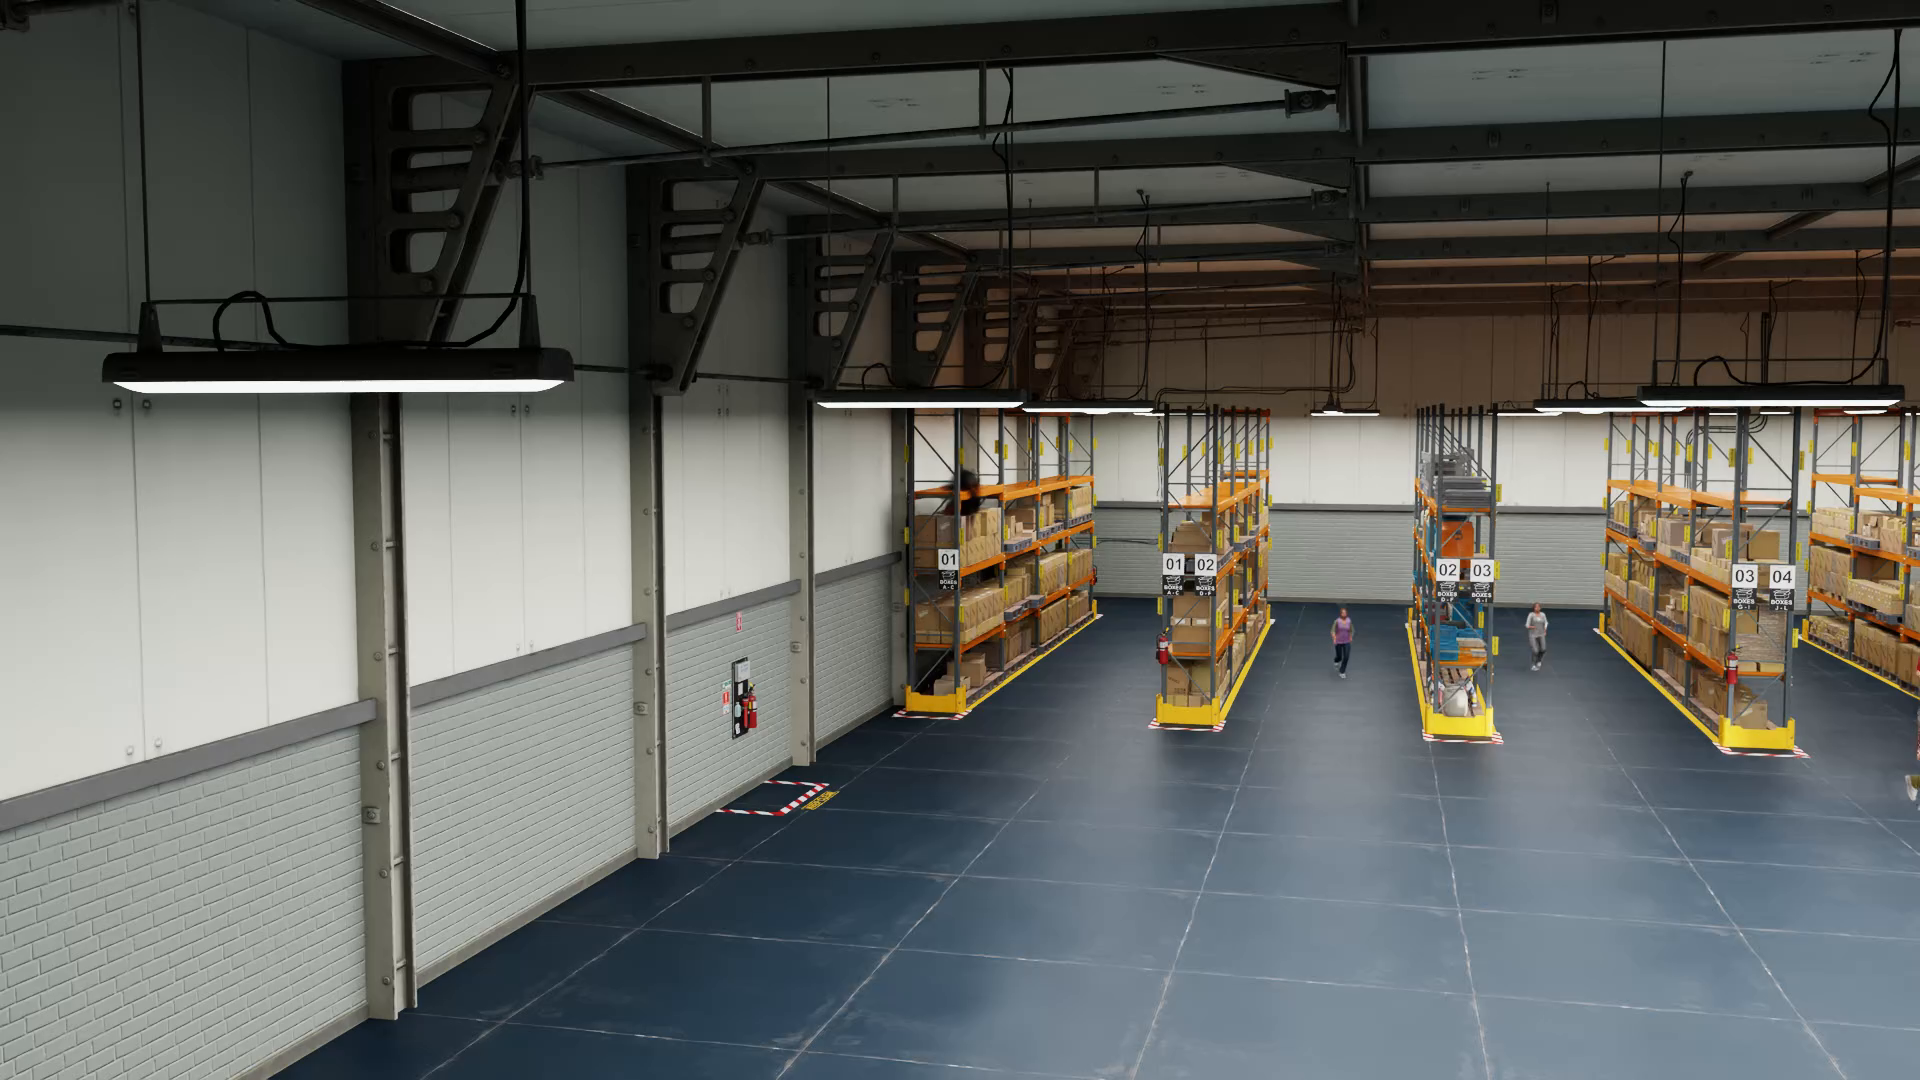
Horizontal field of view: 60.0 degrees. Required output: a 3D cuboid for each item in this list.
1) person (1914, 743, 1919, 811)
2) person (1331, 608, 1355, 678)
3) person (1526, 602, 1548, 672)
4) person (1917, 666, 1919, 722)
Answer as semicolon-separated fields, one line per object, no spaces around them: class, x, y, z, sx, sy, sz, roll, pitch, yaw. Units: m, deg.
person;14.236;3.134;24.003;0.769;1.705;0.696;3;5;38
person;8.478;2.277;36.835;0.521;1.550;0.577;0;4;2
person;13.065;2.191;37.567;0.519;1.582;0.615;0;4;6
person;17.590;2.711;29.900;0.677;1.686;0.829;1;4;11
